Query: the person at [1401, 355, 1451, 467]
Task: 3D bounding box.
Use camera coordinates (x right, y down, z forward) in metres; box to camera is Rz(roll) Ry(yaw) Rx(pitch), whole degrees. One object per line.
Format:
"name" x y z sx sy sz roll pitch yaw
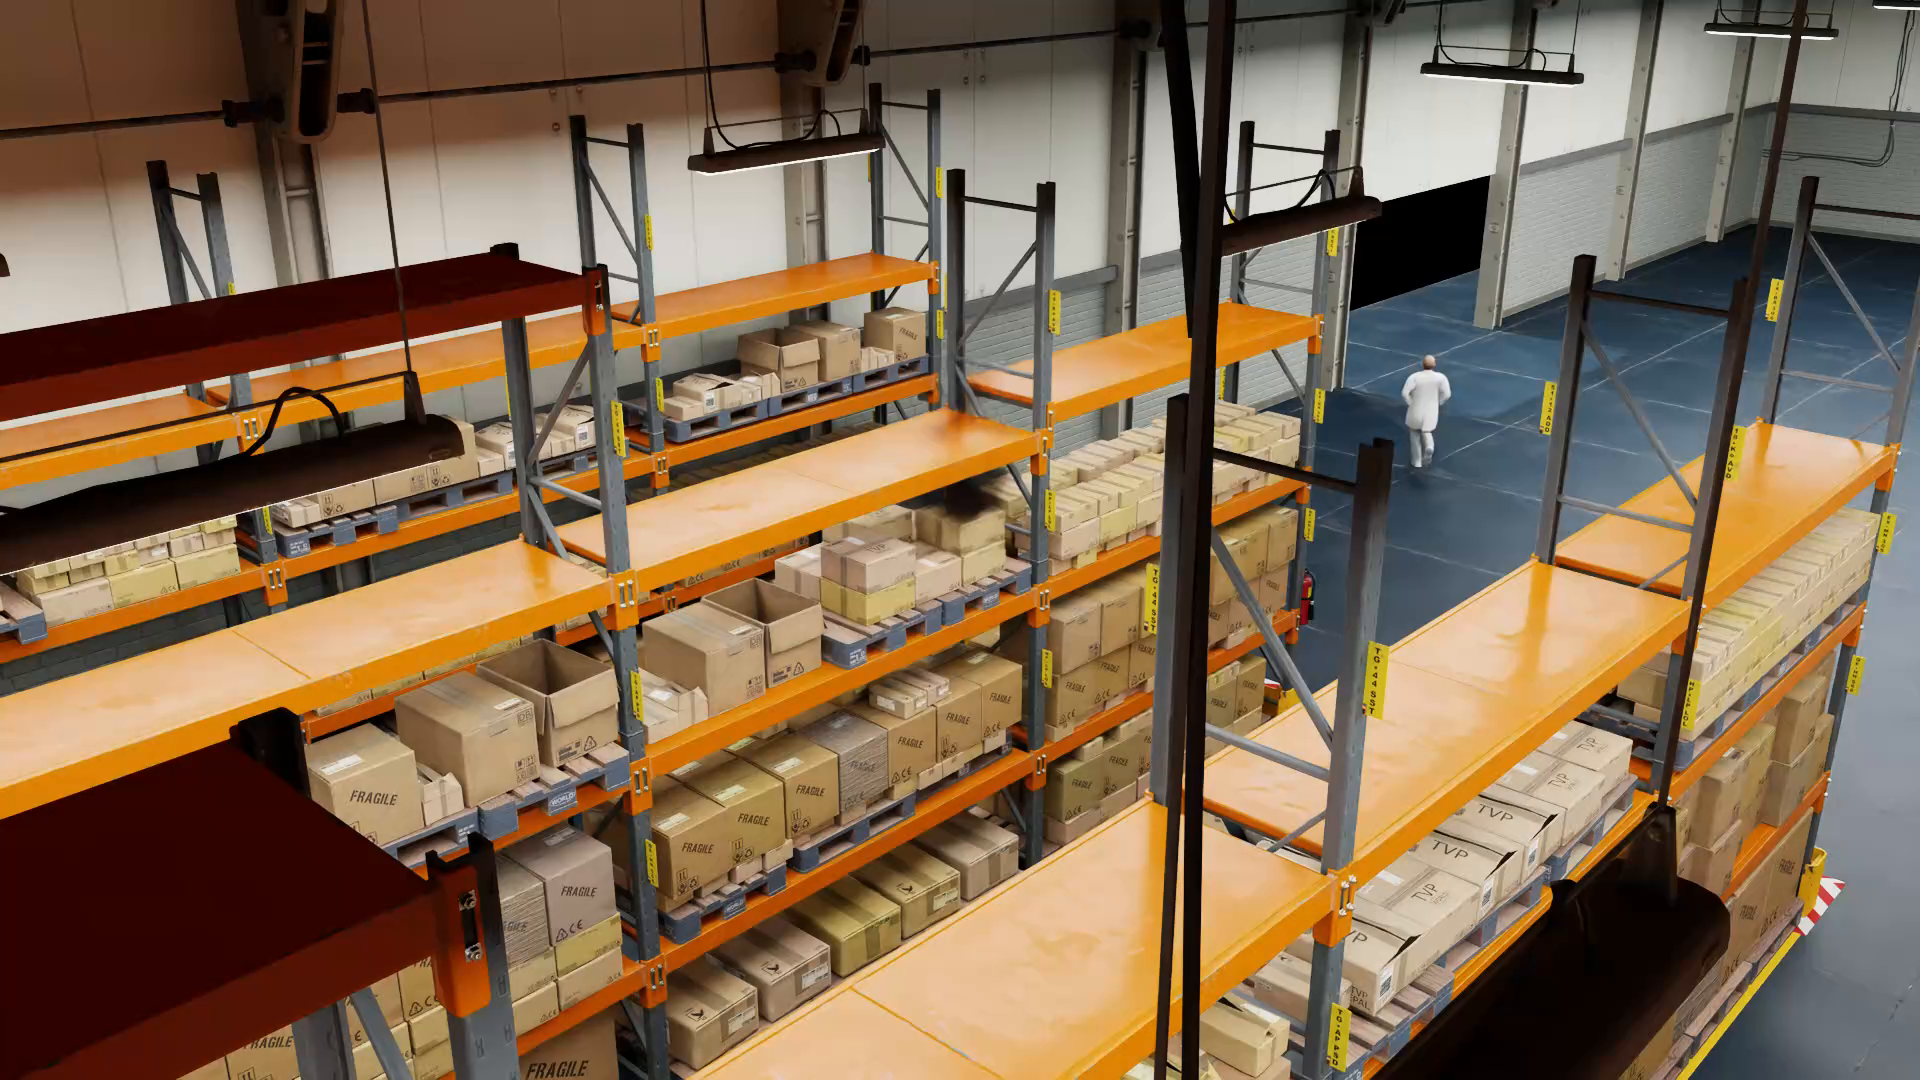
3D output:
"person" 6.822 -1.869 24.456 0.693 1.743 0.756 2 21 5
